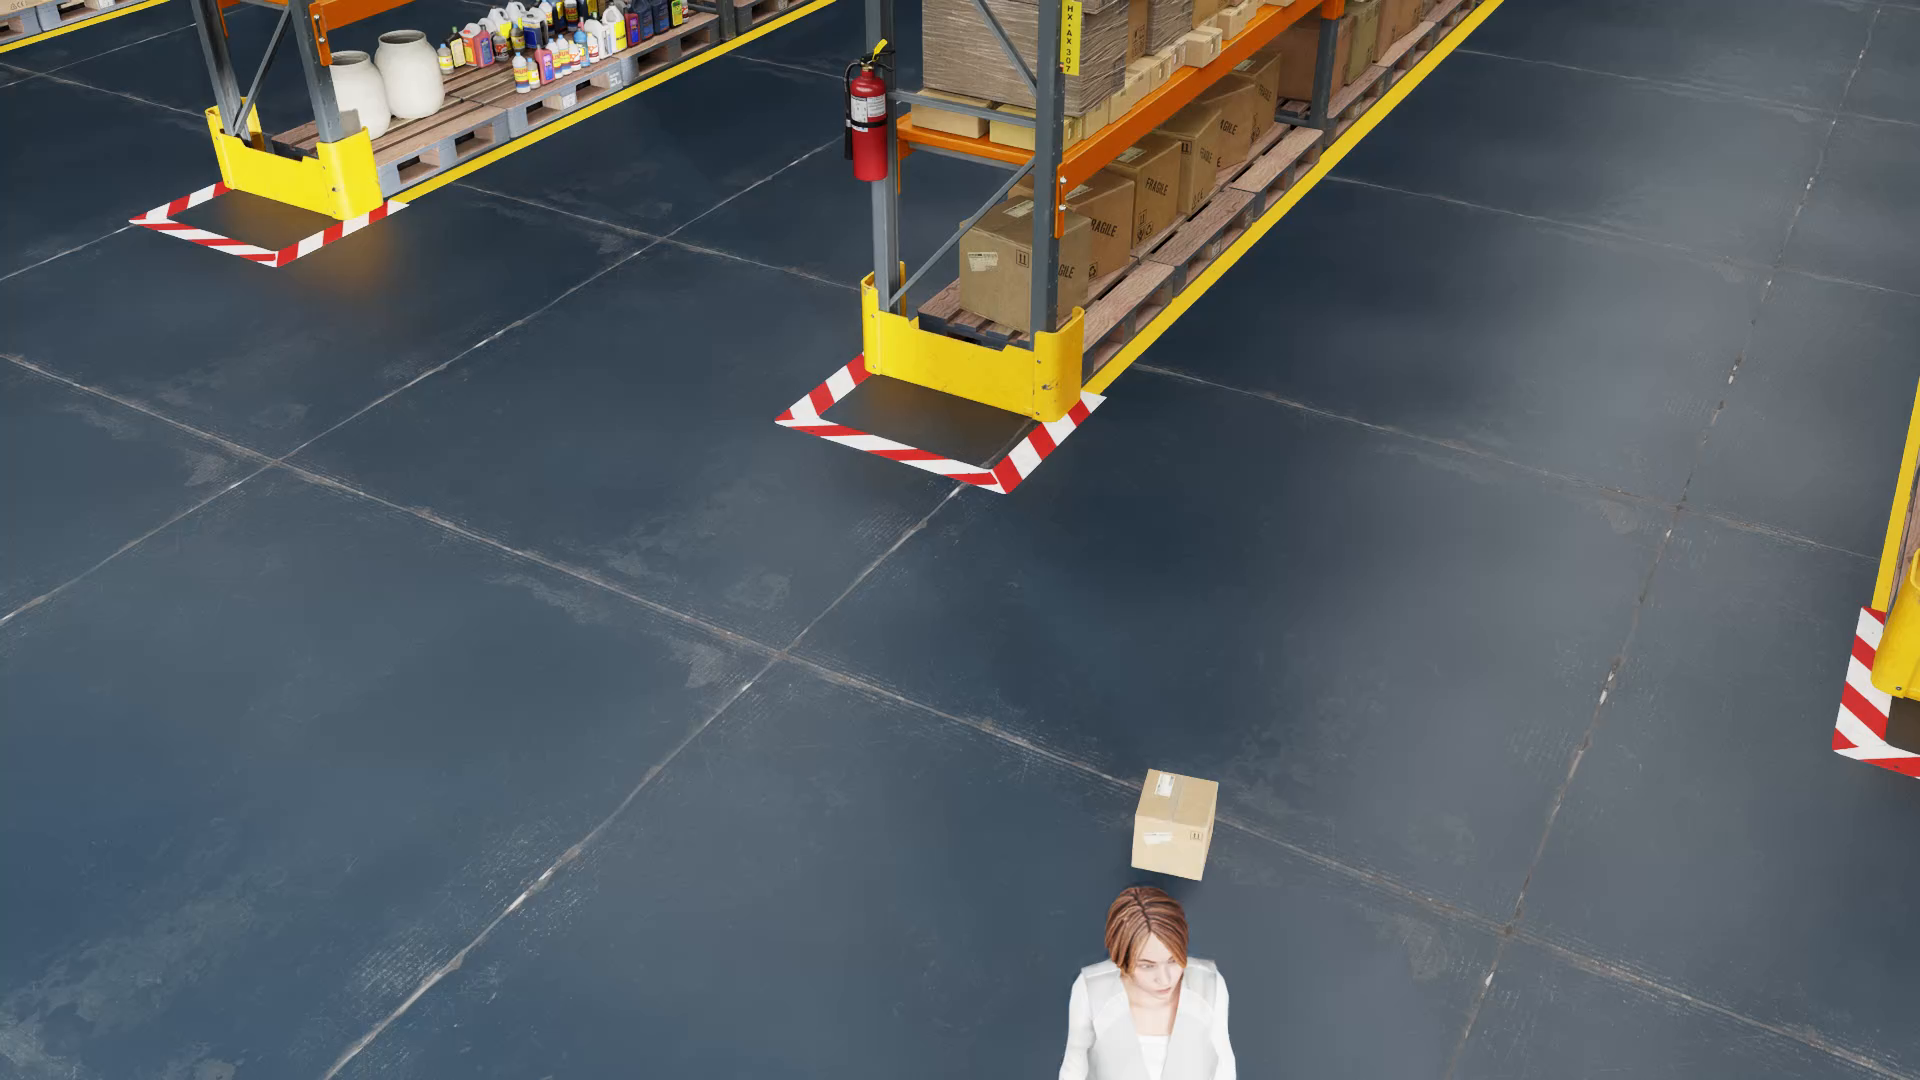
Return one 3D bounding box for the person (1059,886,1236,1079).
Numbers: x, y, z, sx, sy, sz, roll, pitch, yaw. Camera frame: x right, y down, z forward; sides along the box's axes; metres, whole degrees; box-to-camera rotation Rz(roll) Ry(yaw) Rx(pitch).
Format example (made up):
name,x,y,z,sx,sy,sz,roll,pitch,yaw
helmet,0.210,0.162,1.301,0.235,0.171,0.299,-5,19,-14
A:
name,x,y,z,sx,sy,sz,roll,pitch,yaw
person,0.439,1.429,4.049,0.429,1.576,0.584,-1,35,-1
